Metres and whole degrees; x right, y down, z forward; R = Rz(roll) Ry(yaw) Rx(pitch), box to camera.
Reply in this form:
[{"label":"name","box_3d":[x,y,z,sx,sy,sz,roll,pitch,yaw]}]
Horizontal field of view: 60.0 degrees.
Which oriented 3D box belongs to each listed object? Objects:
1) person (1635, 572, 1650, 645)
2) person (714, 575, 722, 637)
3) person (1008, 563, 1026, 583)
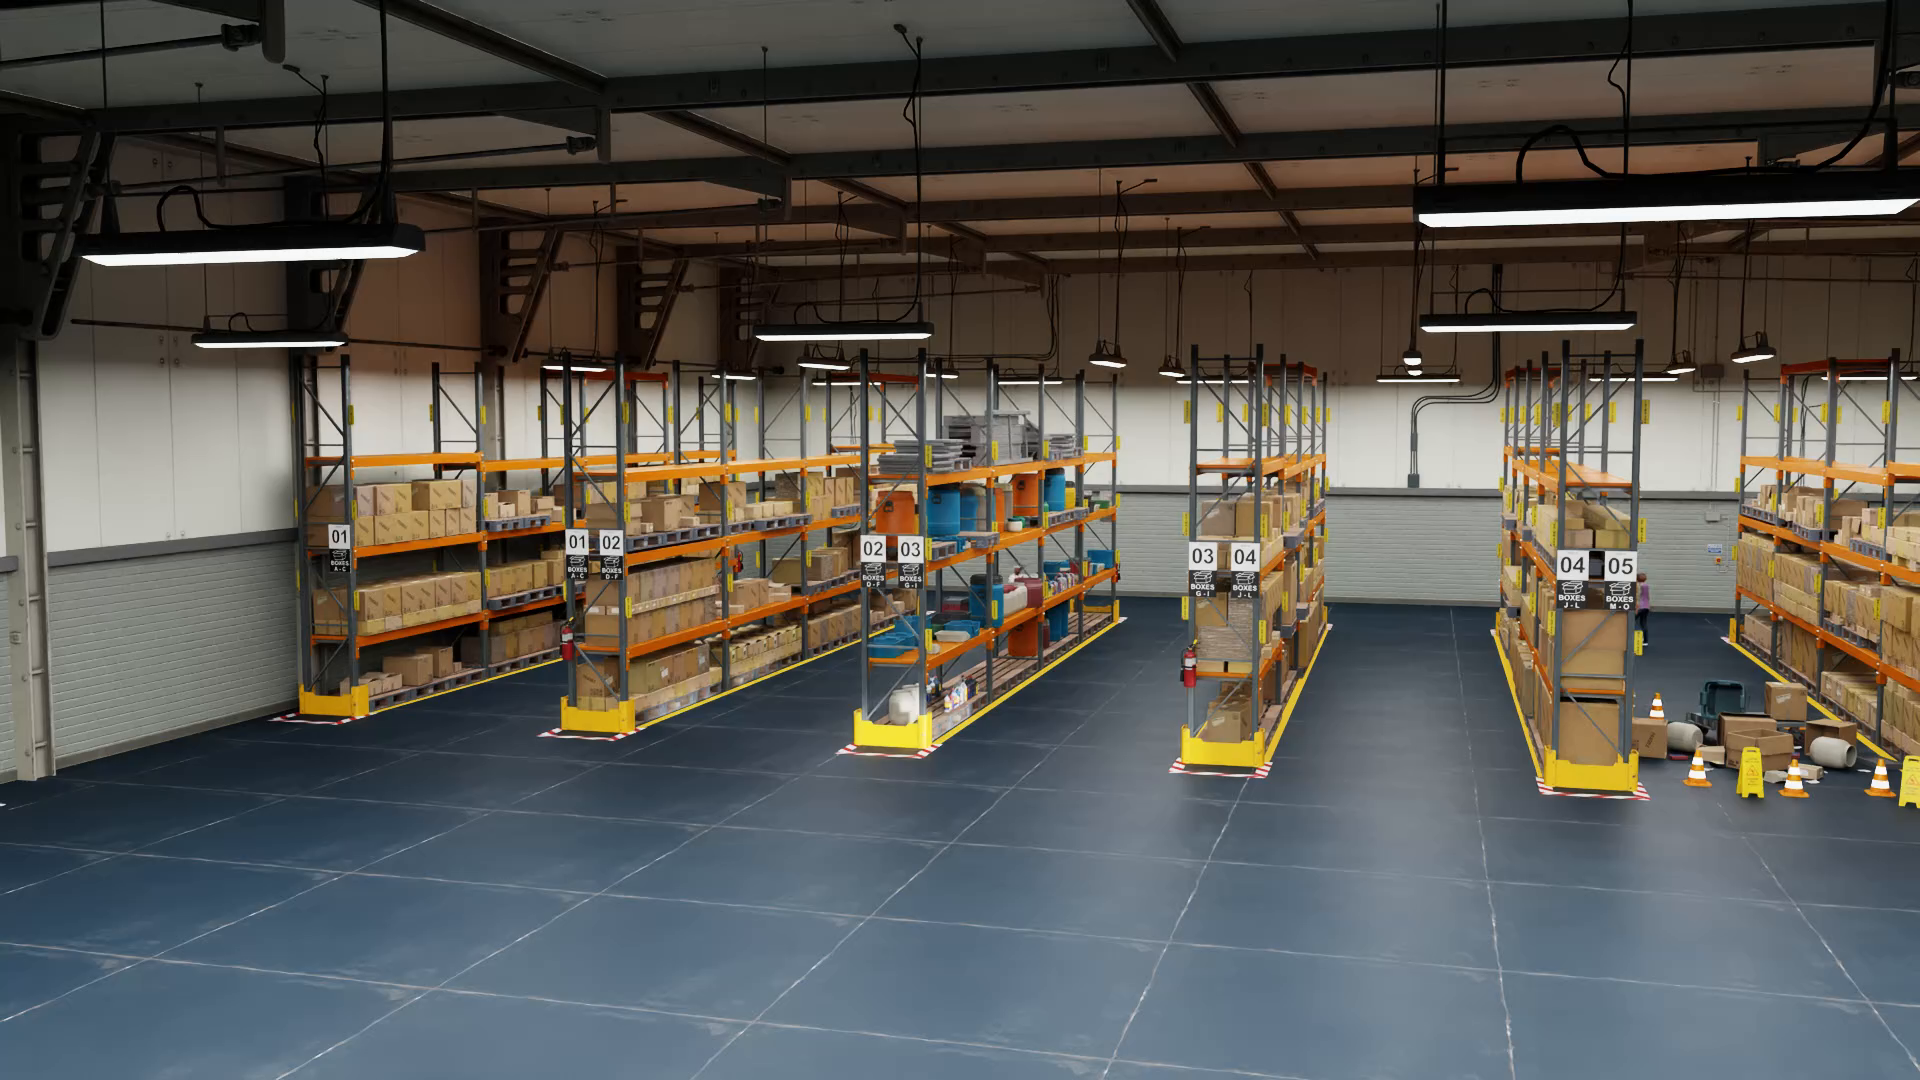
[{"label":"person","box_3d":[14.792,1.512,36.101,0.445,1.597,0.373,-3,5,-34]},{"label":"person","box_3d":[-5.167,1.553,35.288,0.442,1.615,0.460,1,4,13]},{"label":"person","box_3d":[1.322,1.320,37.938,0.458,1.639,0.953,3,5,33]}]
